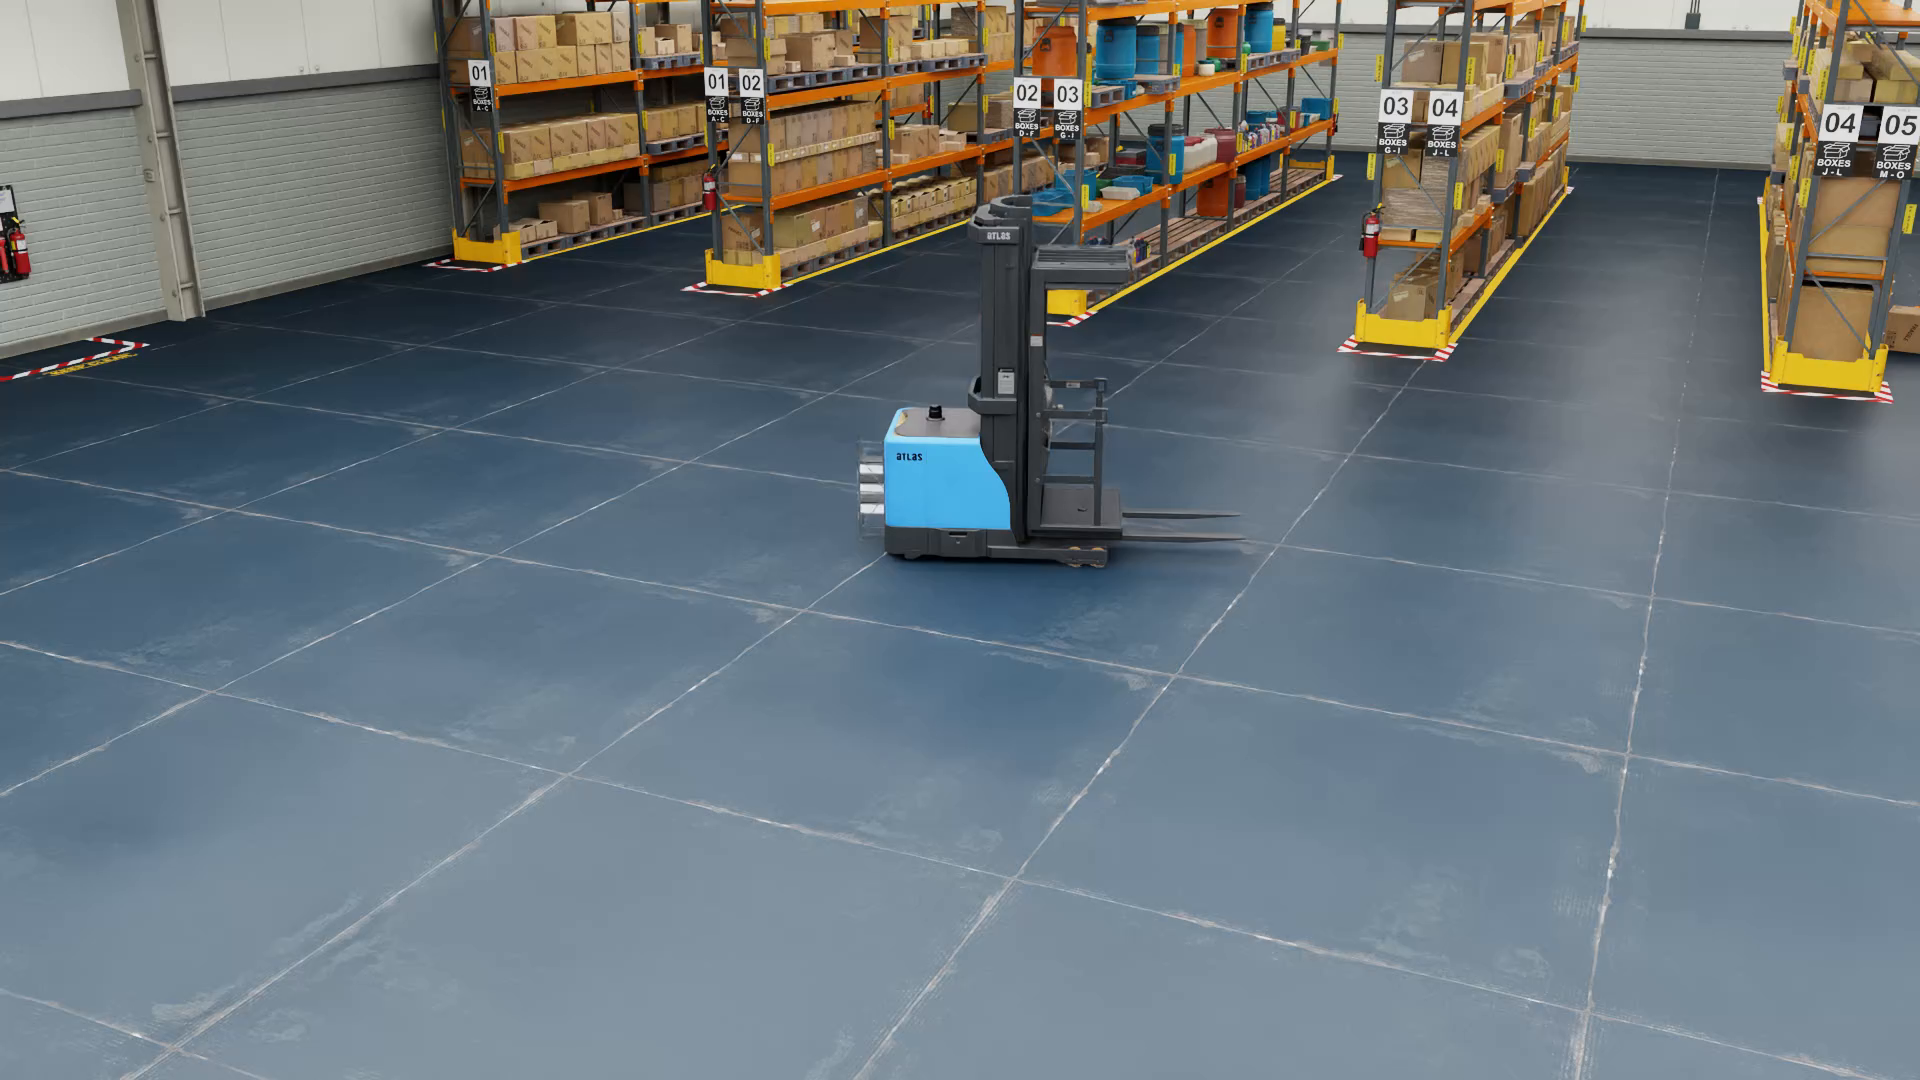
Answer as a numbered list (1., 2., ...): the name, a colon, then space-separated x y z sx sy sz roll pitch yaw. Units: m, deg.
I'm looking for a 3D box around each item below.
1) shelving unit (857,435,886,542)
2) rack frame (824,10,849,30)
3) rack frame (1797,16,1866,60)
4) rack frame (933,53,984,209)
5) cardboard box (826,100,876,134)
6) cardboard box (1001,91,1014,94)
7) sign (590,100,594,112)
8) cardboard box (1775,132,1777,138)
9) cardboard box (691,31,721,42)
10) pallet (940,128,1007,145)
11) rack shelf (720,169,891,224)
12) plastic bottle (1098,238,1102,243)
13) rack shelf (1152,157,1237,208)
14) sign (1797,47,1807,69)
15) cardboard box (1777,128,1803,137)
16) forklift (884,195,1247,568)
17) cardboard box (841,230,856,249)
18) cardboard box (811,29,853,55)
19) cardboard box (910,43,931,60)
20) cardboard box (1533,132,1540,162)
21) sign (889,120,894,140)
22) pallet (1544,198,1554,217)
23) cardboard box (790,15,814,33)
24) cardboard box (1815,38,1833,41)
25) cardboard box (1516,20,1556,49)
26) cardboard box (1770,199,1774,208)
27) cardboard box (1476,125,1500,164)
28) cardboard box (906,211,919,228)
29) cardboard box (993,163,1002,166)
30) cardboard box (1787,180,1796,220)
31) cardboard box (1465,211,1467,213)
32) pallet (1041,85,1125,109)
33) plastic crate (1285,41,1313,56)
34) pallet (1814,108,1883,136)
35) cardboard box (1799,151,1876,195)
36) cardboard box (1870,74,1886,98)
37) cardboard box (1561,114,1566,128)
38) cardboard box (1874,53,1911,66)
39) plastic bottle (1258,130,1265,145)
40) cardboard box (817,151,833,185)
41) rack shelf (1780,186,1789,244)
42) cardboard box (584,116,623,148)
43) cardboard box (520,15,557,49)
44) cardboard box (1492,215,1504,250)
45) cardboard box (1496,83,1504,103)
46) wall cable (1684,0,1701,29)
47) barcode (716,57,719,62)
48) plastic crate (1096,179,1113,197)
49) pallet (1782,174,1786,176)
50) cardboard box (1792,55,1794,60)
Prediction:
1. shelving unit: -0.748 -0.444 14.374 0.258 0.900 0.210 1 20 4
2. rack frame: -2.909 -12.507 36.208 1.000 3.000 0.127 9 21 23
3. rack frame: 15.132 -9.757 28.474 1.000 3.000 0.127 9 21 23
4. rack frame: -0.026 -7.779 31.866 1.000 3.000 0.127 9 21 23
5. cardboard box: -1.840 -7.078 27.810 0.700 0.500 0.500 9 21 23
6. cardboard box: 1.214 -9.133 34.897 0.700 0.500 0.500 2 20 4
7. sign: -6.692 -7.856 30.353 0.100 0.325 0.005 9 21 23
8. cardboard box: 14.551 -7.092 29.240 0.380 0.149 0.250 9 21 24
9. cardboard box: -5.051 -9.739 32.722 0.500 0.500 0.500 9 21 23
10. pallet: 0.188 -7.906 32.508 1.213 0.211 1.003 9 21 23
11. rack shelf: -2.483 -5.606 26.830 1.077 0.370 4.000 9 21 23
12. plastic bottle: 2.216 -4.660 26.503 0.152 0.276 0.135 9 22 25
13. rack shelf: 3.673 -6.148 28.354 1.077 0.370 4.000 9 21 23
14. sign: 13.000 -7.439 25.662 0.100 0.325 0.005 9 21 23
15. cardboard box: 14.126 -6.914 28.295 0.380 0.149 0.250 8 21 22
16. forklift: 0.905 -1.336 13.850 3.031 2.935 1.130 1 20 4
17. cardboard box: -2.059 -4.981 27.474 0.500 0.250 0.500 9 21 23
18. cardboard box: -2.111 -8.163 27.484 0.500 0.500 0.500 10 22 27
19. cardboard box: -0.825 -8.673 29.500 0.500 0.250 0.500 7 21 18
20. cardboard box: 9.873 -6.892 29.223 0.500 0.500 0.500 8 21 22
21. sign: -1.157 -6.926 28.057 0.100 0.325 0.005 9 21 23
22. pallet: 11.031 -6.550 32.570 1.003 0.211 1.213 9 21 23
23. cardboard box: -3.538 -10.915 35.402 0.700 0.500 0.500 8 21 22
24. cardboard box: 13.619 -7.847 26.288 0.396 0.266 0.258 9 21 23
25. cardboard box: 10.914 -9.594 31.569 0.700 0.500 0.500 7 21 20
26. cardboard box: 15.070 -6.149 30.467 0.380 0.149 0.250 7 21 20
27. cardboard box: 7.439 -5.679 23.876 0.500 0.500 0.500 9 21 23
28. cardboard box: -1.062 -5.704 29.509 0.500 0.250 0.500 9 22 24
29. cardboard box: 0.564 -7.446 34.004 0.500 0.500 0.500 8 21 21
30. cardboard box: 11.826 -4.728 23.137 0.500 0.500 0.500 8 21 22
31. cardboard box: 6.753 -4.449 22.878 0.380 0.149 0.250 9 21 23
32. pallet: 1.644 -6.217 23.278 1.003 0.211 1.213 9 21 23
33. plastic crate: 6.888 -10.015 33.872 0.497 0.269 0.590 9 21 23
34. pallet: 10.512 -4.862 19.318 1.003 0.211 1.213 9 21 23
35. cardboard box: 11.208 -4.626 21.164 0.875 0.550 0.550 9 21 23
36. cardboard box: 10.856 -5.257 19.302 0.500 0.250 0.500 8 21 22
37. cardboard box: 11.913 -8.439 33.501 0.500 0.250 0.500 8 21 21
38. cardboard box: 11.687 -6.014 20.836 0.380 0.149 0.250 9 21 24
39. plastic bottle: 5.757 -7.720 31.885 0.152 0.276 0.135 9 21 23
40. cardboard box: -2.468 -5.995 26.701 0.700 0.500 0.500 9 22 24
41. rack shelf: 12.675 -4.757 24.442 1.077 0.370 4.000 9 21 23
42. cardboard box: -6.295 -7.187 29.275 0.500 0.500 0.500 8 21 22
43. cardboard box: -6.992 -8.342 27.302 0.500 0.500 0.500 9 22 24
44. cardboard box: 8.539 -5.070 27.321 0.700 0.500 0.500 7 21 18
45. cardboard box: 7.424 -6.364 23.633 0.500 0.250 0.500 9 22 25
46. wall cable: 17.746 -14.462 36.904 2.277 5.999 0.120 9 21 23
47. barcode: -3.618 -7.179 24.835 0.001 0.075 0.075 9 21 23
48. plastic crate: 2.040 -5.400 25.491 0.450 0.188 0.662 9 21 23
49. pallet: 14.267 -6.228 27.790 1.003 0.211 1.213 9 21 23
50. cardboard box: 15.713 -8.917 30.814 0.500 0.250 0.500 8 21 22
